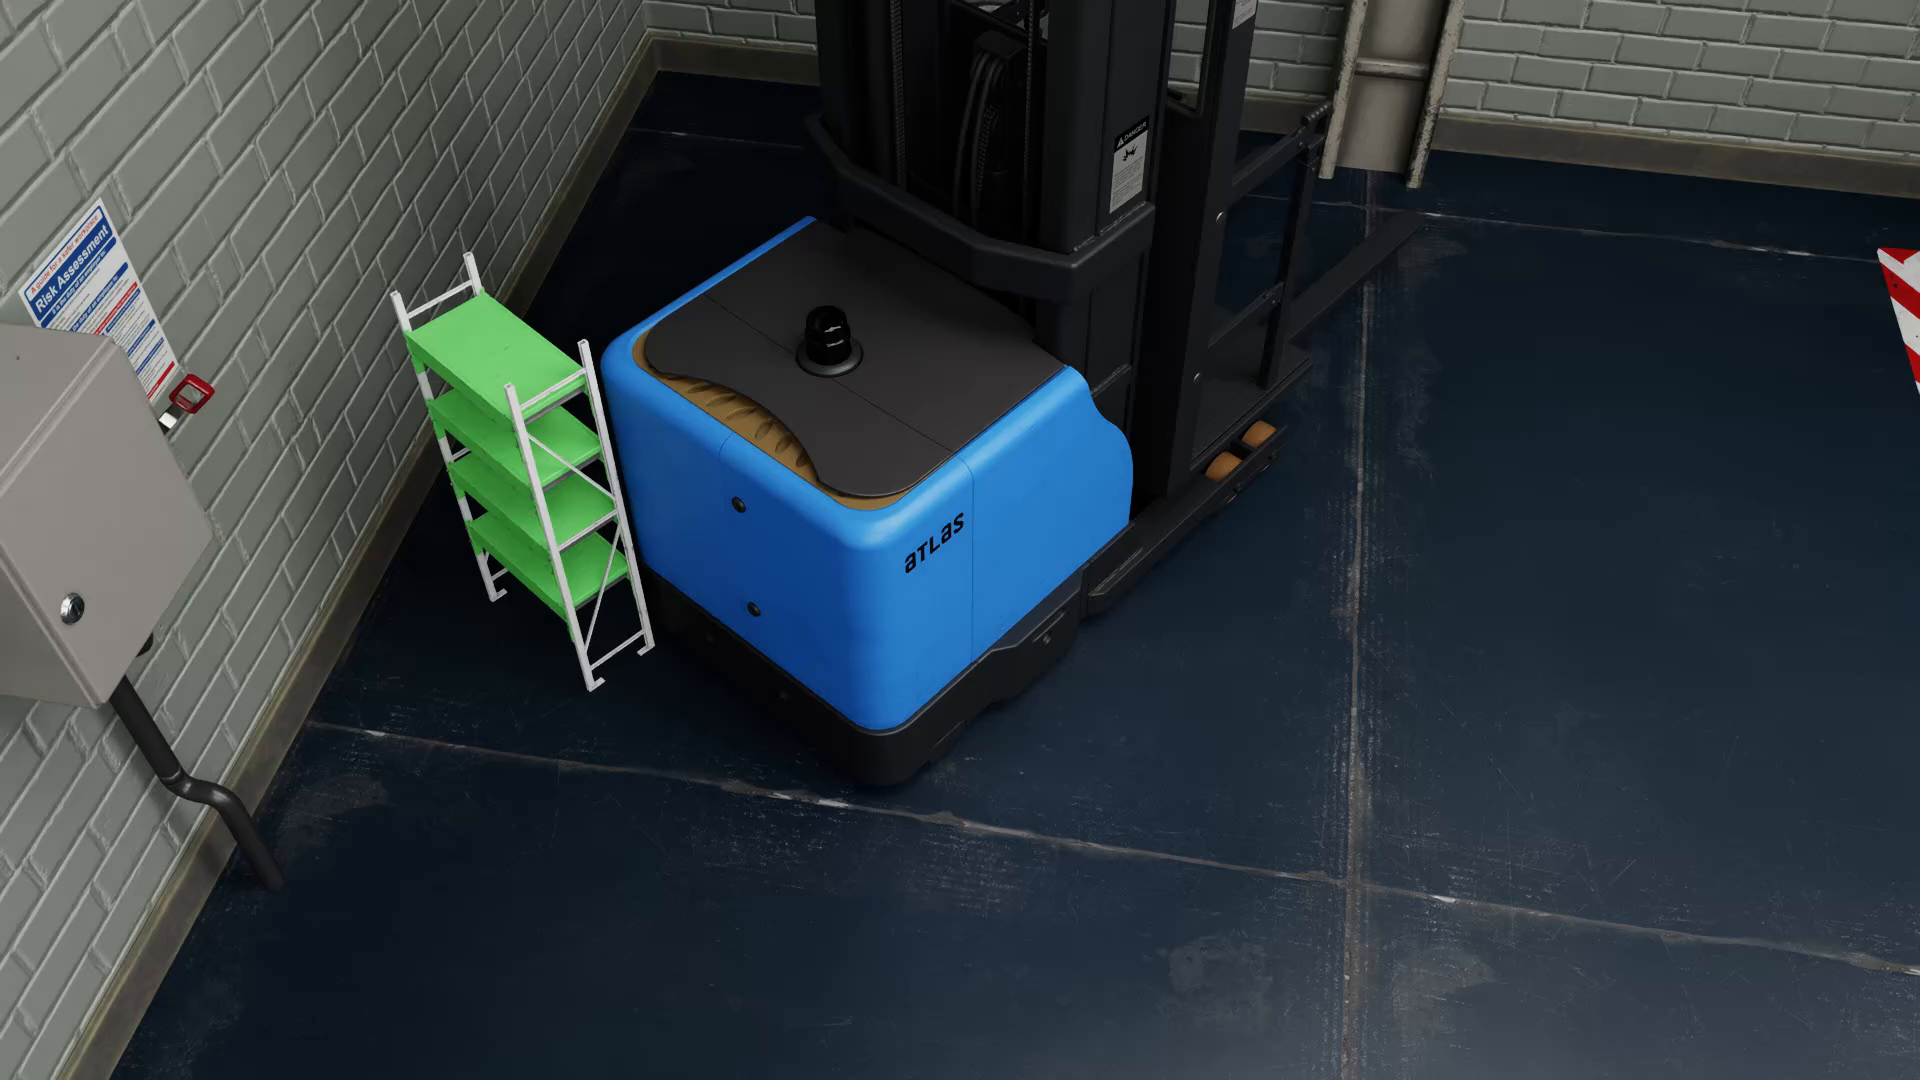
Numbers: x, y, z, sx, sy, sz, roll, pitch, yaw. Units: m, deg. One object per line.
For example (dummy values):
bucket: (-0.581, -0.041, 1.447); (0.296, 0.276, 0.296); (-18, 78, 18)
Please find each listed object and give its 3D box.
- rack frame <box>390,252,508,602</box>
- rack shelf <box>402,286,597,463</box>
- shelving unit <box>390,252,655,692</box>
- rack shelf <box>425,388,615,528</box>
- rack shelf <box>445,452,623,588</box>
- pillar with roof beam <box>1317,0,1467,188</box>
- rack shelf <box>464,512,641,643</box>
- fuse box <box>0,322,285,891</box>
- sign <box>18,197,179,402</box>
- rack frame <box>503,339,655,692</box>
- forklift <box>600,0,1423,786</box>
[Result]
rack frame: (-1.349, -0.279, 4.694); (0.015, 1.200, 0.240); (36, 57, 28)
rack shelf: (-1.175, -0.430, 4.270); (0.480, 0.148, 0.258); (36, 57, 28)
shelving unit: (-1.175, -0.152, 4.580); (0.503, 1.200, 0.258); (36, 57, 28)
rack shelf: (-1.175, -0.270, 4.449); (0.480, 0.148, 0.258); (36, 57, 28)
rack shelf: (-1.175, -0.109, 4.628); (0.480, 0.148, 0.258); (36, 57, 28)
pillar with roof beam: (0.860, -1.366, 0.428); (0.400, 9.000, 9.100); (8, 49, 7)
rack shelf: (-1.175, 0.051, 4.806); (0.480, 0.148, 0.258); (36, 57, 28)
fuse box: (-1.796, 0.321, 3.811); (0.414, 1.711, 0.539); (8, 49, 7)
sign: (-1.912, -0.466, 3.716); (0.001, 0.494, 0.329); (8, 49, 7)
rack frame: (-1.000, -0.025, 4.466); (0.015, 1.200, 0.240); (36, 57, 28)
forklift: (0.416, -1.325, 4.470); (1.130, 2.935, 3.031); (34, 56, 26)
